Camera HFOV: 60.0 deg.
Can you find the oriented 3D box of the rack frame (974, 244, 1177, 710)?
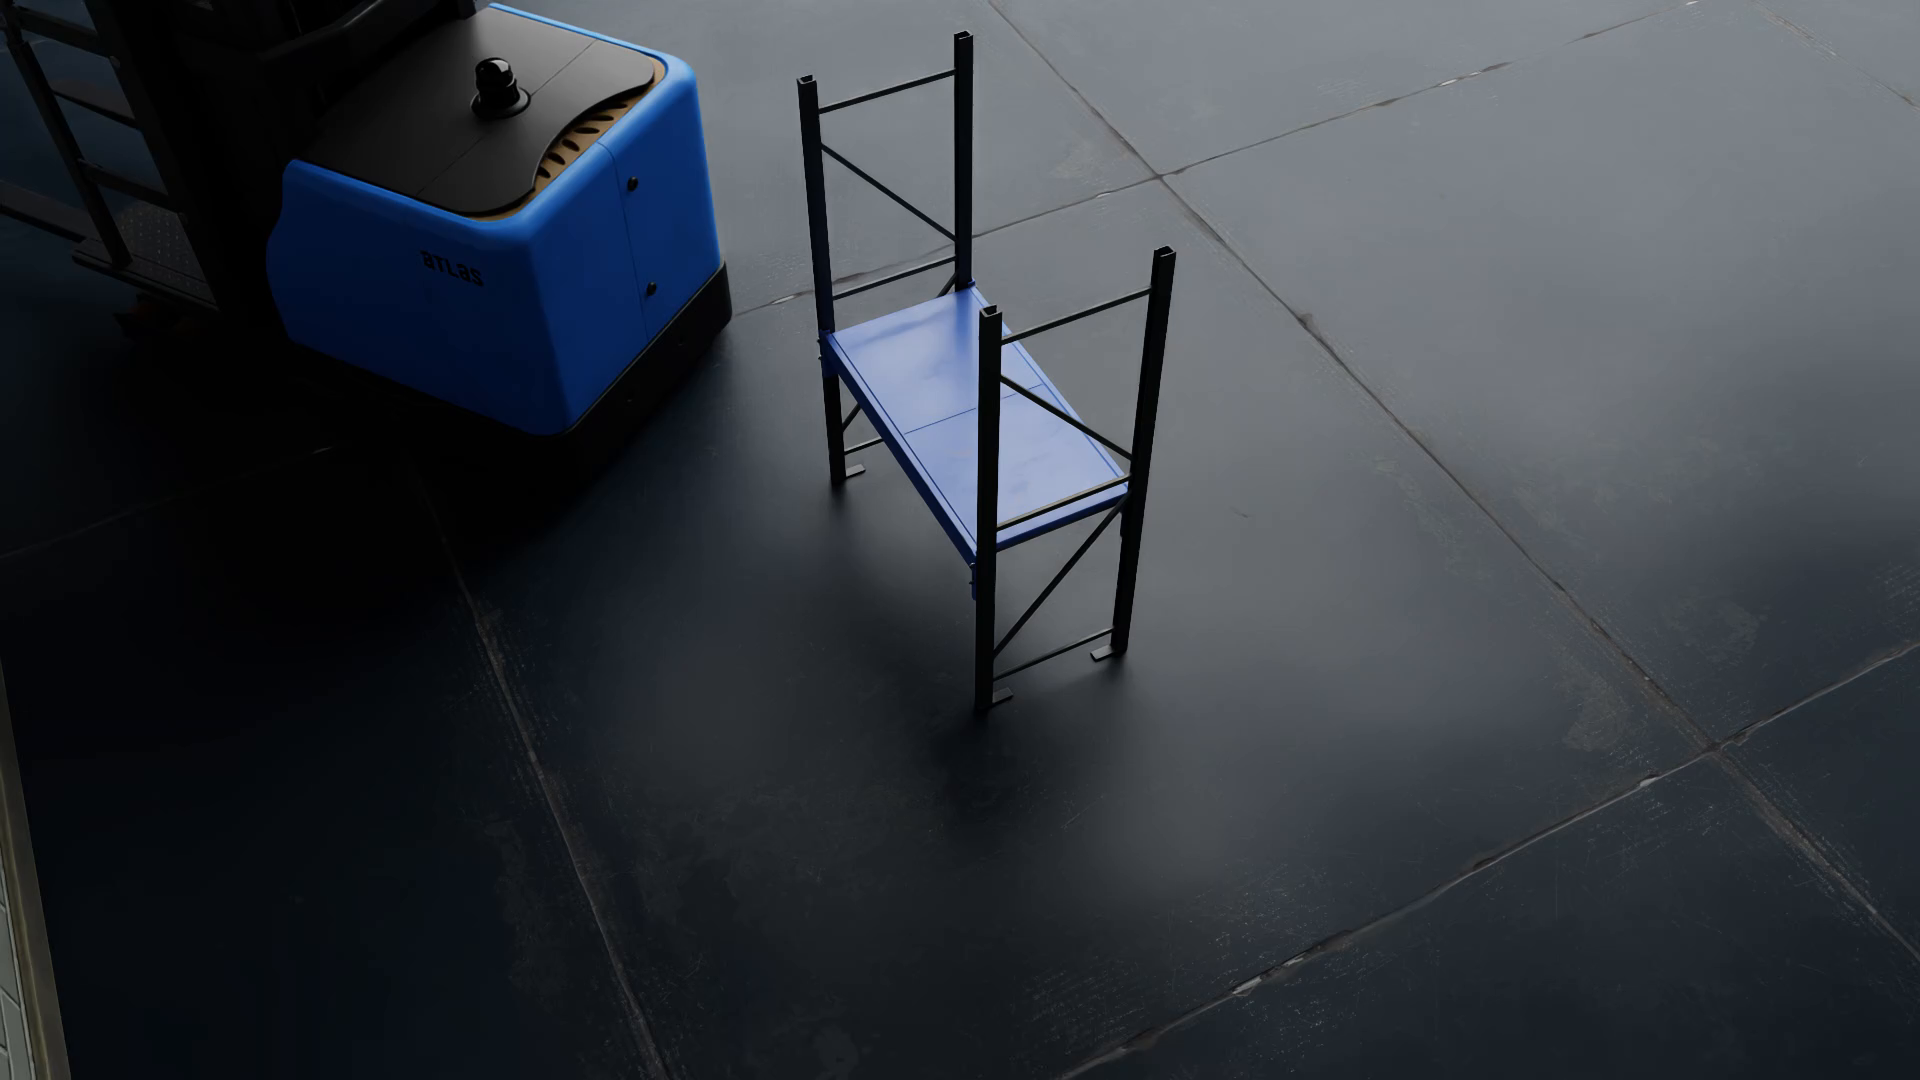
[{"bbox_3d":[0.272,-0.096,4.338,0.500,1.500,0.032,-21,52,-18],"label":"rack frame"}]

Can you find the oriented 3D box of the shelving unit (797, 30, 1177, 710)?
[{"bbox_3d":[0.039,-0.437,4.636,0.538,1.500,1.048,-21,52,-18],"label":"shelving unit"}]

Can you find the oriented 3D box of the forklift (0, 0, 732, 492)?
[{"bbox_3d":[-2.353,-1.905,4.969,3.031,2.935,1.130,21,52,17],"label":"forklift"}]

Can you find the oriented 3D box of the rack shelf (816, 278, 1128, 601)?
[{"bbox_3d":[0.039,-0.318,4.771,0.538,0.185,1.000,-21,52,-18],"label":"rack shelf"}]

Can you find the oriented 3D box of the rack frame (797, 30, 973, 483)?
[{"bbox_3d":[-0.194,-0.777,4.933,0.500,1.500,0.032,-21,52,-18],"label":"rack frame"}]
